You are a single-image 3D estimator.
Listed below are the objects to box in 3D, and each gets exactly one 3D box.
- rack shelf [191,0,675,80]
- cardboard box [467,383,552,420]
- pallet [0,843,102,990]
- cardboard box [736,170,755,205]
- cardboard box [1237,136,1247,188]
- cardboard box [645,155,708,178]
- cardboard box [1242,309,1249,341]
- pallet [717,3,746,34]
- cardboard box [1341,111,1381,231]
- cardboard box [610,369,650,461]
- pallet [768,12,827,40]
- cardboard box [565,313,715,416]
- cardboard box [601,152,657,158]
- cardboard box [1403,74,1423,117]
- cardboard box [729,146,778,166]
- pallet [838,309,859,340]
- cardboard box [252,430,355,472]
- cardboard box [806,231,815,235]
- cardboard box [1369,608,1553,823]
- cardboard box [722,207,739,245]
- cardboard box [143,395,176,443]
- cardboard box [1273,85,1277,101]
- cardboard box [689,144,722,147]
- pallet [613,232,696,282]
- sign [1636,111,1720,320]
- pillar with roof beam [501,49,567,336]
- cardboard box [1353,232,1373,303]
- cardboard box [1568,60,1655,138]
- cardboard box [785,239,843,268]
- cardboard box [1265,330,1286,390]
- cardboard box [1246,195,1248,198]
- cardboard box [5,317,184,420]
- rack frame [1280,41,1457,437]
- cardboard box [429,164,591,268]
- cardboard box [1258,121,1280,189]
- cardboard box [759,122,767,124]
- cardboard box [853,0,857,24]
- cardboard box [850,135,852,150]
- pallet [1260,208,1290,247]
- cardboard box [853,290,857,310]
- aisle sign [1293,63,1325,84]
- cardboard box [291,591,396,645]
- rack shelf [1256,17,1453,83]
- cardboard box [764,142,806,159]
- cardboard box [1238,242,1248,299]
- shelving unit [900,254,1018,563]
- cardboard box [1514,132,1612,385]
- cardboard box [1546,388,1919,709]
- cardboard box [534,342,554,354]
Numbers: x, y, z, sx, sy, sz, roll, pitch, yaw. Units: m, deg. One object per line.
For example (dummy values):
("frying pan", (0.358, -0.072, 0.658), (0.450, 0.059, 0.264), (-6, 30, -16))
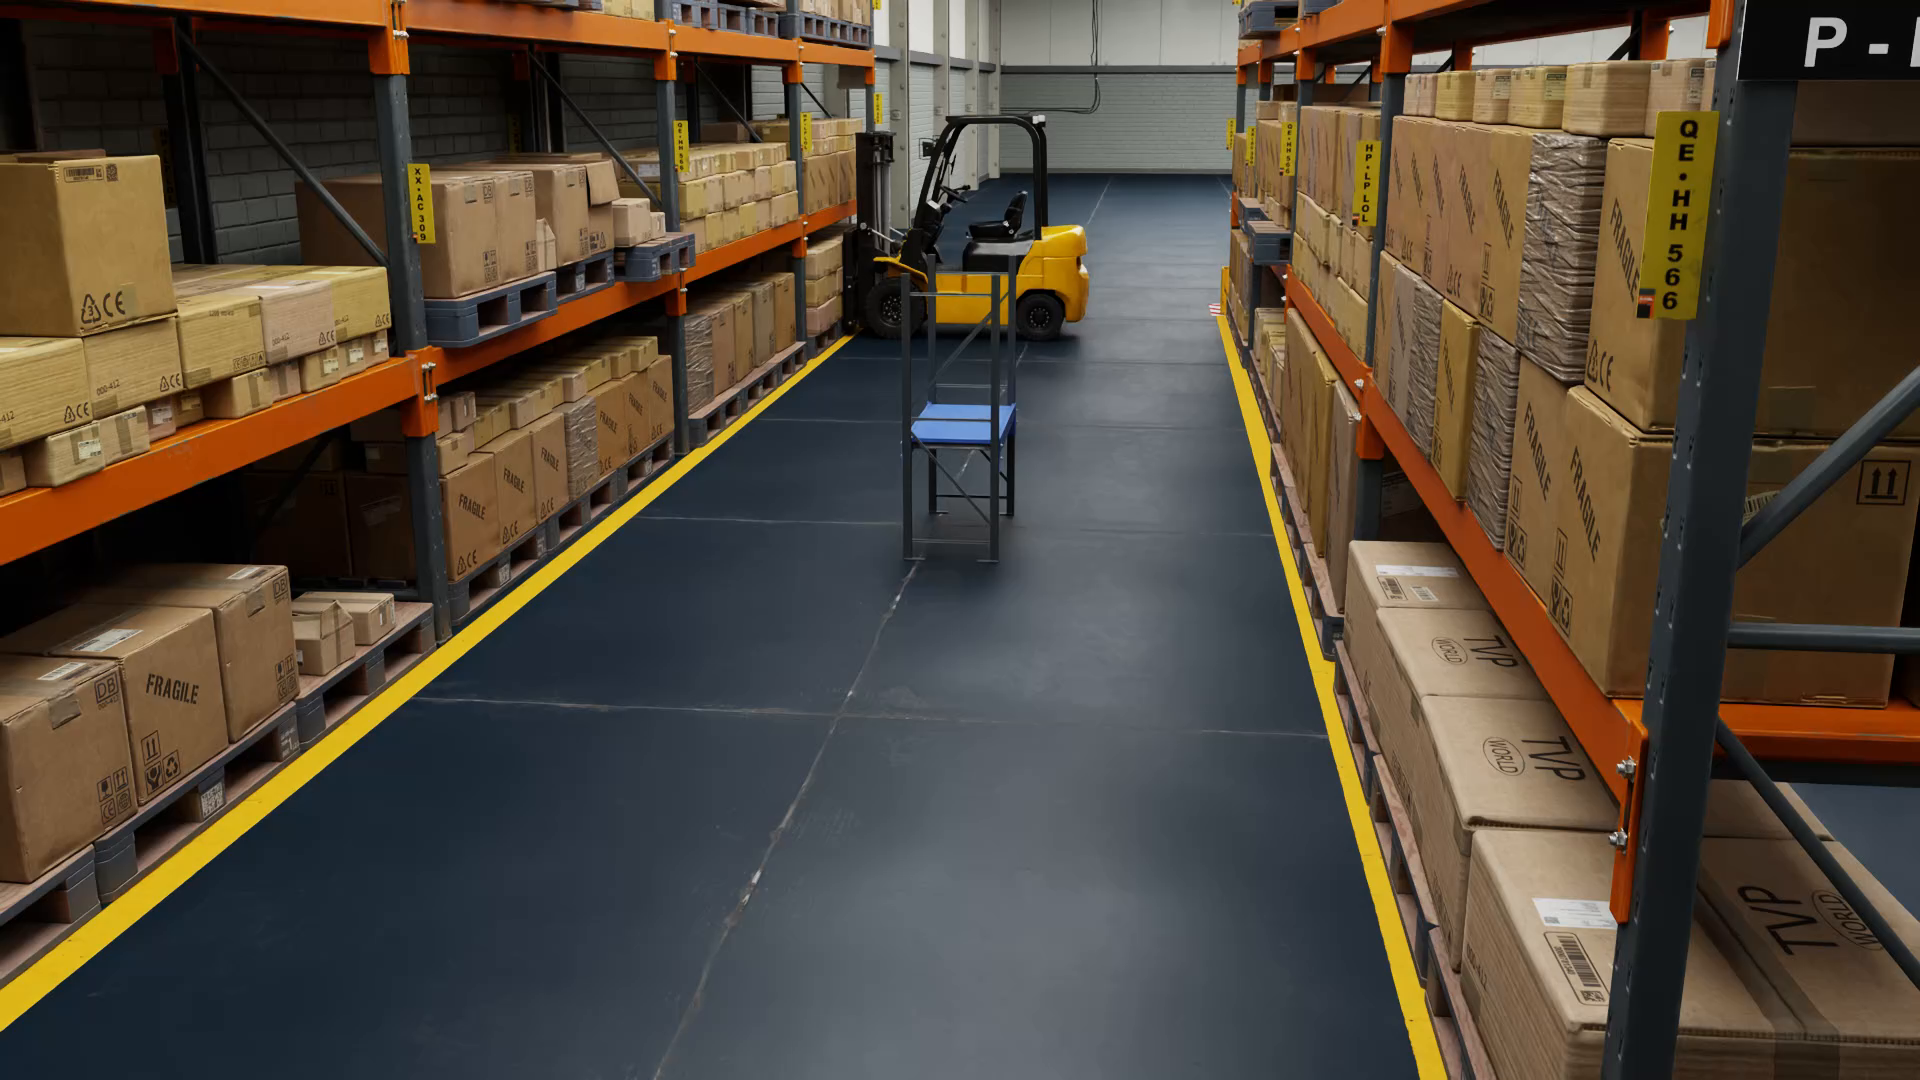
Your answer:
("rack shelf", (-2.574, -2.624, 8.749), (1.077, 0.370, 4.000), (2, 15, 6))
("cardboard box", (-2.409, -0.739, 8.890), (0.380, 0.149, 0.250), (2, 15, 8))
("pallet", (-3.153, 1.153, 4.494), (1.003, 0.211, 1.213), (2, 15, 6))
("cardboard box", (-1.888, -2.717, 12.792), (0.500, 0.250, 0.500), (2, 15, 7))
("cardboard box", (3.047, -3.782, 16.640), (0.500, 0.500, 0.500), (1, 15, 5))
("cardboard box", (-1.987, -2.614, 11.647), (0.380, 0.149, 0.250), (2, 15, 8))
("cardboard box", (2.836, -1.970, 15.165), (0.500, 0.250, 0.500), (2, 15, 9))
("pallet", (-2.237, -3.867, 12.332), (1.003, 0.211, 1.213), (2, 15, 9))
("cardboard box", (1.985, -1.647, 7.401), (0.500, 0.500, 0.500), (2, 15, 7))
("cardboard box", (-2.249, -0.792, 10.329), (0.500, 0.500, 0.500), (1, 15, 5))
("pallet", (-1.826, -4.706, 15.243), (1.003, 0.211, 1.213), (2, 15, 6))
("cardboard box", (-2.264, -1.259, 11.817), (0.875, 0.625, 0.625), (2, 15, 8))
("cardboard box", (-2.439, -2.761, 12.192), (0.380, 0.149, 0.250), (2, 15, 6))
("cardboard box", (1.840, -1.629, 6.089), (0.380, 0.149, 0.250), (1, 15, 5))
("cardboard box", (-1.703, -3.144, 13.607), (0.380, 0.149, 0.250), (1, 15, 5))
("pallet", (-1.630, -2.255, 17.098), (1.003, 0.211, 1.213), (2, 15, 6))
("cardboard box", (-3.044, -0.417, 7.700), (0.380, 0.149, 0.250), (1, 15, 4))
("cardboard box", (-1.807, -3.096, 17.414), (0.500, 0.250, 0.500), (2, 15, 6))
("cardboard box", (1.855, 0.567, 5.422), (0.875, 0.438, 0.875), (1, 15, 5))
("cardboard box", (-1.942, -2.341, 12.361), (0.500, 0.250, 0.500), (1, 15, 4))
("cardboard box", (-2.776, -0.393, 5.350), (0.380, 0.149, 0.250), (2, 15, 6))
("cardboard box", (3.647, -4.507, 17.406), (0.700, 0.500, 0.500), (1, 15, 5))
("cardboard box", (-2.232, -3.287, 14.139), (0.380, 0.149, 0.250), (1, 15, 4))
("pallet", (-2.355, -1.771, 10.333), (1.213, 0.211, 1.003), (2, 15, 6))
("sign", (1.144, -0.514, 2.645), (0.100, 0.325, 0.005), (2, 15, 6))
("pillar with roof beam", (1.181, -5.175, 11.062), (9.100, 9.000, 0.400), (2, 15, 6))
("cardboard box", (1.941, -1.149, 6.995), (0.500, 0.250, 0.500), (2, 15, 6))
("cardboard box", (1.474, -0.900, 3.396), (0.380, 0.149, 0.250), (2, 15, 6))
("cardboard box", (-1.418, -2.815, 16.373), (0.500, 0.250, 0.500), (2, 15, 8))
("cardboard box", (2.825, -1.365, 12.693), (0.950, 0.372, 0.625), (2, 15, 8))
("cardboard box", (2.881, -3.168, 15.614), (0.380, 0.149, 0.250), (1, 15, 5))
("cardboard box", (-2.785, -0.543, 5.142), (0.500, 0.250, 0.500), (1, 15, 5))
("rack frame", (2.585, -1.896, 10.428), (1.000, 3.000, 0.127), (2, 15, 6))
("cardboard box", (-2.375, -1.712, 8.750), (0.700, 0.500, 0.500), (2, 15, 6))
("cardboard box", (2.573, -2.957, 12.787), (0.500, 0.500, 0.500), (2, 15, 6))
("cardboard box", (-2.059, -3.942, 15.990), (0.380, 0.149, 0.250), (1, 15, 5))
("cardboard box", (-1.266, -5.461, 17.126), (0.396, 0.266, 0.258), (2, 15, 6))
("cardboard box", (-1.318, -4.112, 17.190), (0.380, 0.149, 0.250), (1, 15, 4))
("pallet", (2.767, -2.318, 12.357), (1.003, 0.211, 1.213), (2, 15, 6))
("cardboard box", (-1.352, -2.467, 17.002), (0.500, 0.250, 0.500), (2, 15, 8))
("aisle sign", (3.782, -5.234, 17.790), (0.394, 0.787, 0.004), (2, 15, 6))
("cardboard box", (-2.570, 0.323, 6.880), (0.380, 0.149, 0.250), (1, 15, 5))
("rack shelf", (2.810, -3.516, 12.049), (1.077, 0.370, 4.000), (2, 15, 6))
("cardboard box", (-1.599, -3.515, 14.981), (0.380, 0.149, 0.250), (1, 15, 5))
("cardboard box", (2.948, -2.597, 16.045), (0.500, 0.500, 0.500), (3, 15, 9))
("shelving unit", (0.010, -0.746, 9.048), (0.538, 1.500, 1.048), (2, 15, 6))
("cardboard box", (1.529, -0.621, 3.604), (0.500, 0.500, 0.500), (2, 15, 6))
("cardboard box", (1.473, -0.003, 3.233), (0.500, 0.500, 0.500), (2, 15, 7))
("cardboard box", (-2.773, -1.157, 10.434), (0.380, 0.149, 0.250), (2, 15, 8))
